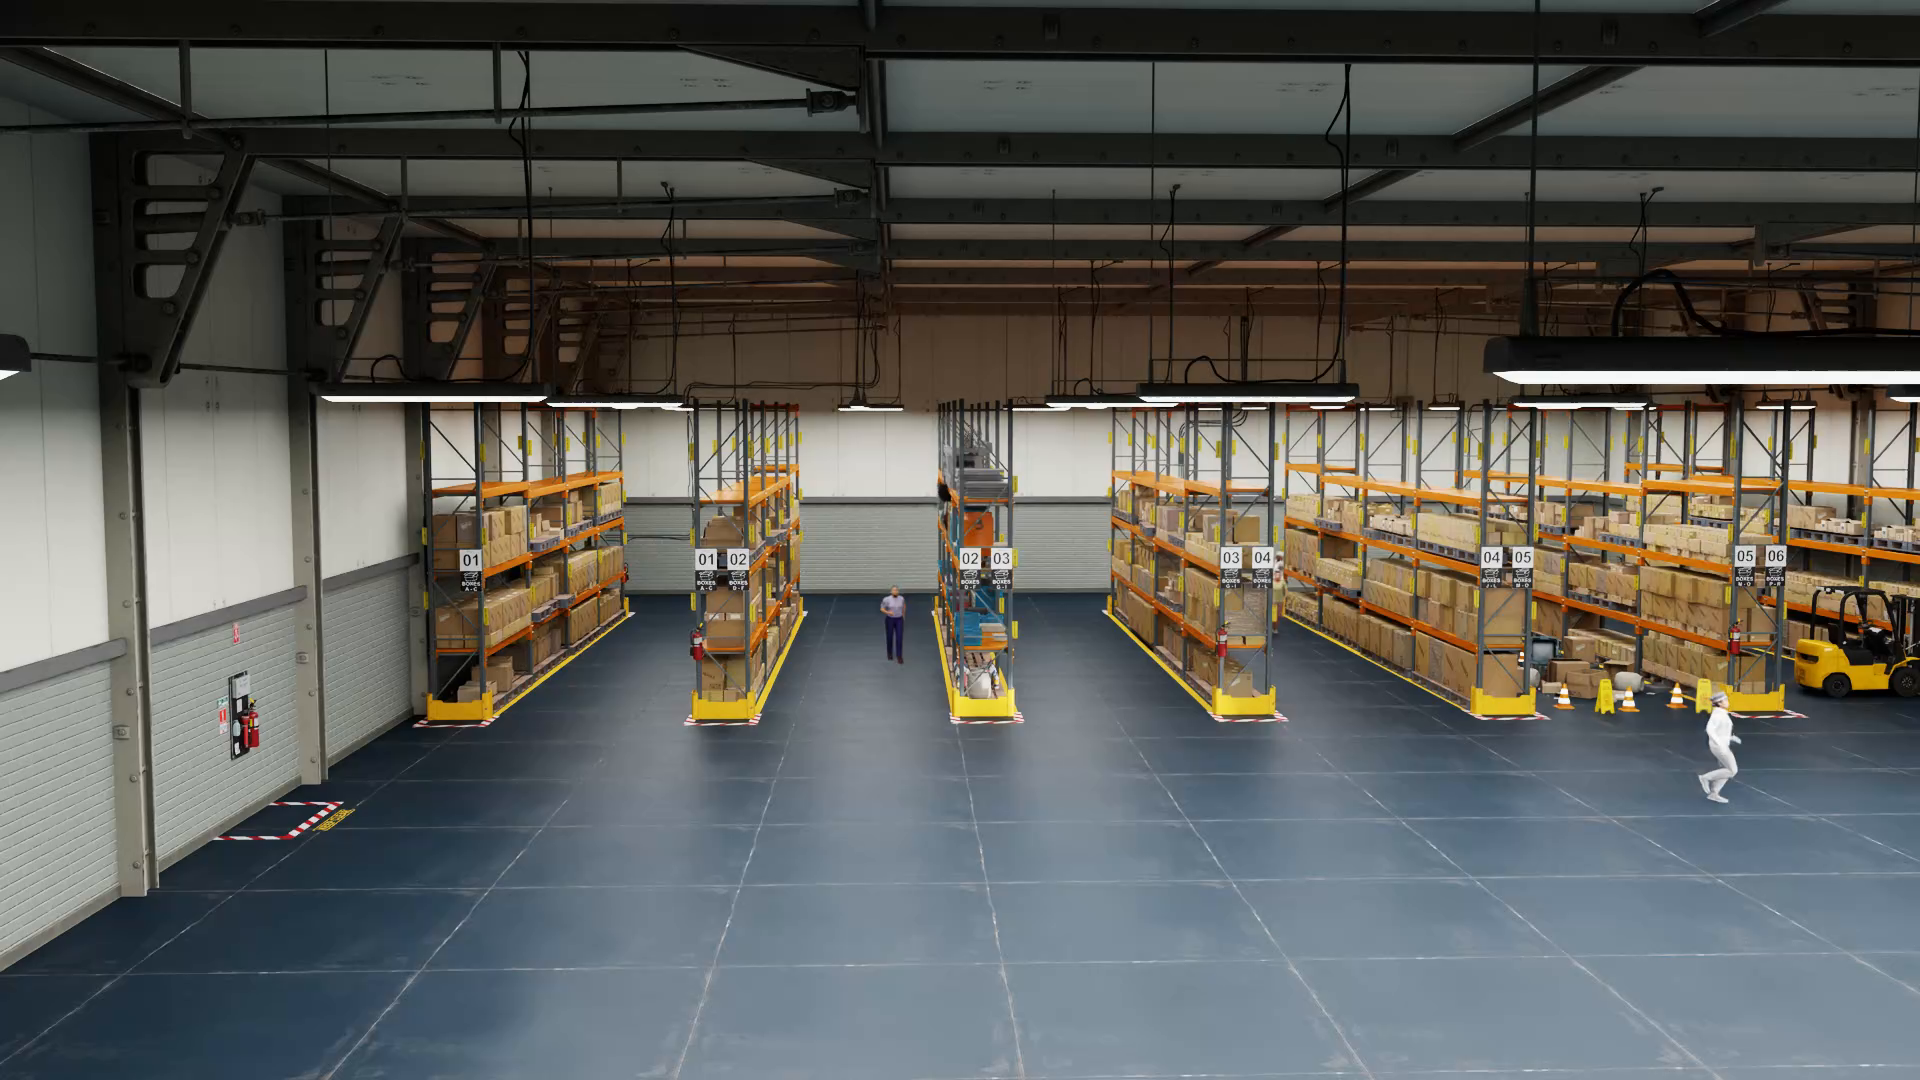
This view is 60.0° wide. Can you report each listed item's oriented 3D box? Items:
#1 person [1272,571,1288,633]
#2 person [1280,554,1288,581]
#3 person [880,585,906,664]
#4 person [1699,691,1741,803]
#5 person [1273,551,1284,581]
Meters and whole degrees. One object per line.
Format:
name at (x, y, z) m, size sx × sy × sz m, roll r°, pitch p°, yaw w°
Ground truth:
person at (8.261, 1.617, 43.249) m, size 0.587 × 1.638 × 0.550 m, roll 0°, pitch 4°, yaw -4°
person at (9.487, 1.194, 48.944) m, size 0.527 × 1.640 × 0.656 m, roll -1°, pitch 5°, yaw -18°
person at (-1.454, 1.847, 36.541) m, size 0.598 × 1.665 × 0.804 m, roll -1°, pitch 4°, yaw -10°
person at (11.217, 3.045, 24.526) m, size 0.548 × 1.661 × 0.622 m, roll 2°, pitch 5°, yaw 26°
person at (9.306, 1.165, 49.022) m, size 0.785 × 1.734 × 0.806 m, roll 1°, pitch 4°, yaw 13°
